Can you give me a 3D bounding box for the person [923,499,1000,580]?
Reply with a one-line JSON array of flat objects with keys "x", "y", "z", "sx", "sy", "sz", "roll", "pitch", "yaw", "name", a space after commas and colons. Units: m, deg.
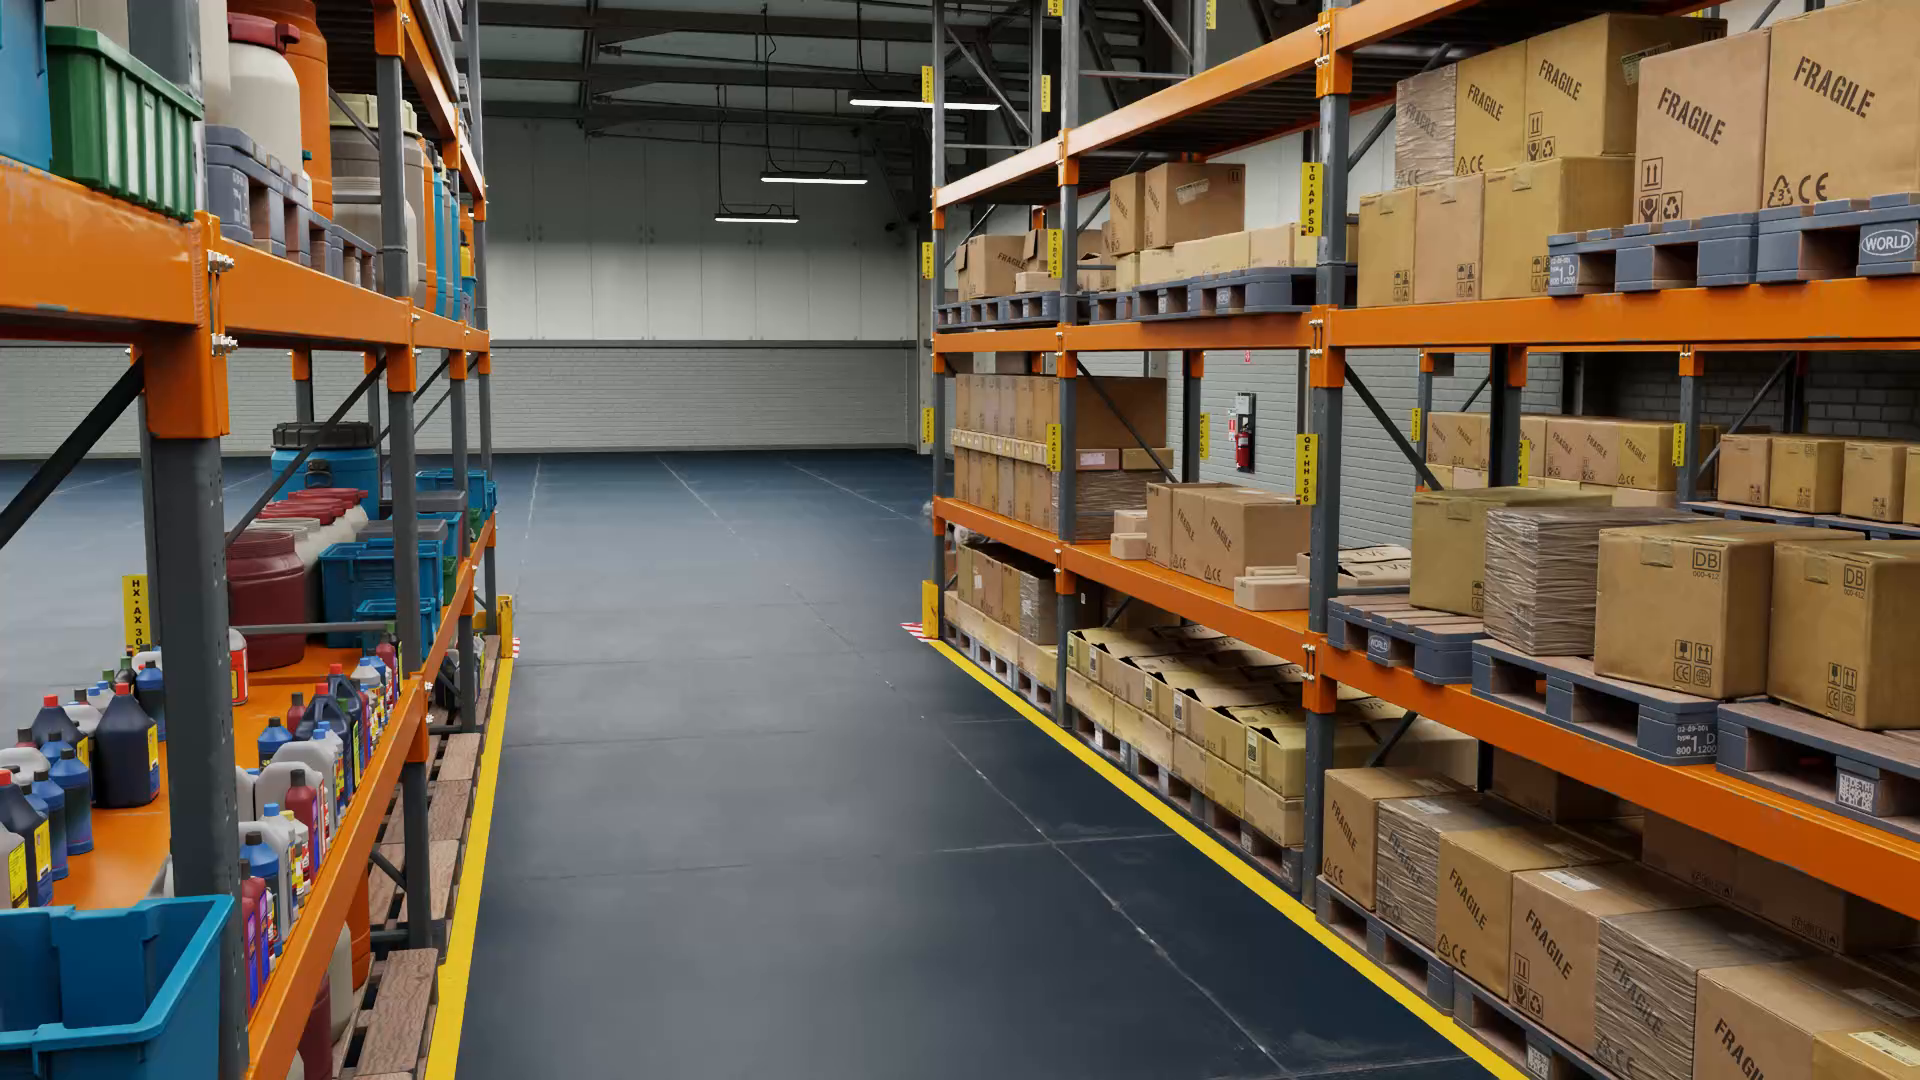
[{"x": 0.036, "y": 0.177, "z": 16.709, "sx": 0.921, "sy": 1.204, "sz": 0.465, "roll": -3, "pitch": 7, "yaw": -29, "name": "person"}]
